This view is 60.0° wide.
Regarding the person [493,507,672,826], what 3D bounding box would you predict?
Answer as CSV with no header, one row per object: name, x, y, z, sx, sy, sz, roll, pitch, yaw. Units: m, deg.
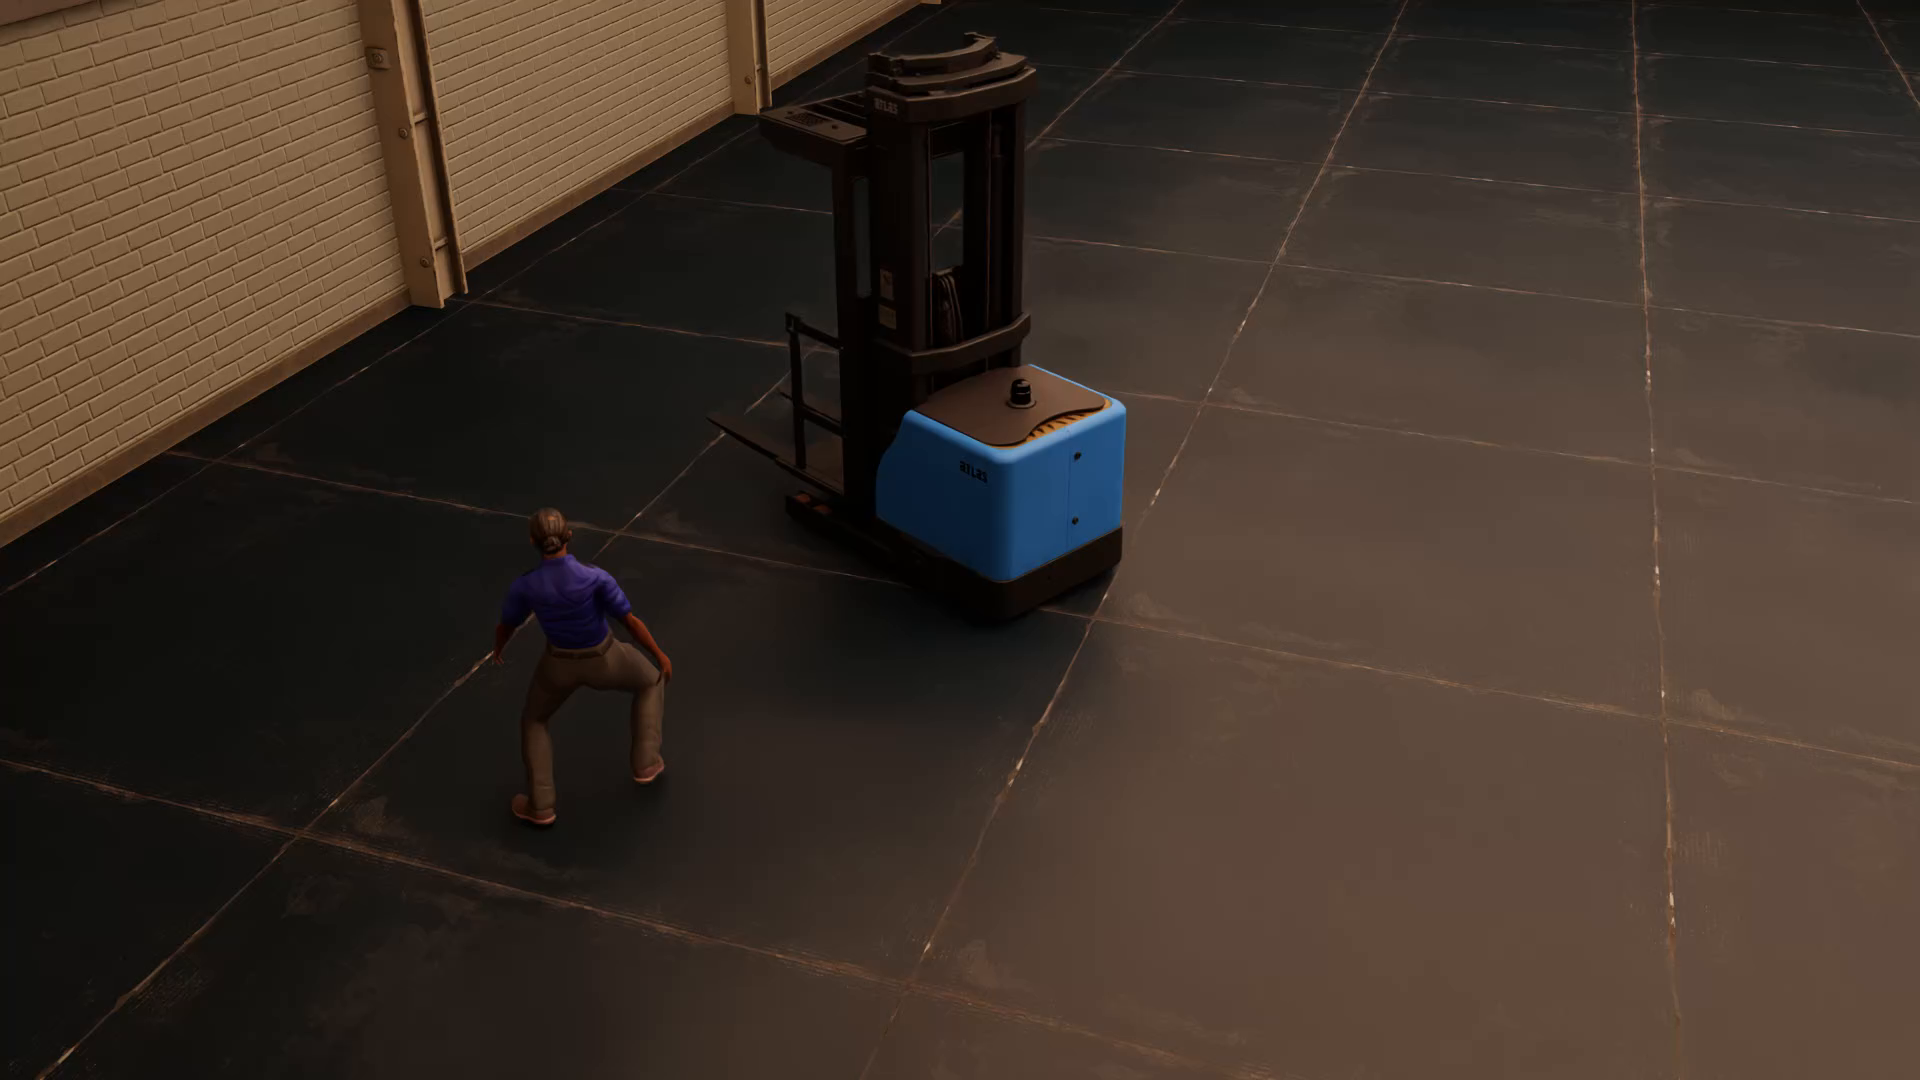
person,-1.747,0.538,7.614,0.850,1.556,0.581,0,30,0

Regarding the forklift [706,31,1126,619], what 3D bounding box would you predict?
forklift,-0.426,-1.476,9.725,1.130,2.935,3.031,-25,38,-36
